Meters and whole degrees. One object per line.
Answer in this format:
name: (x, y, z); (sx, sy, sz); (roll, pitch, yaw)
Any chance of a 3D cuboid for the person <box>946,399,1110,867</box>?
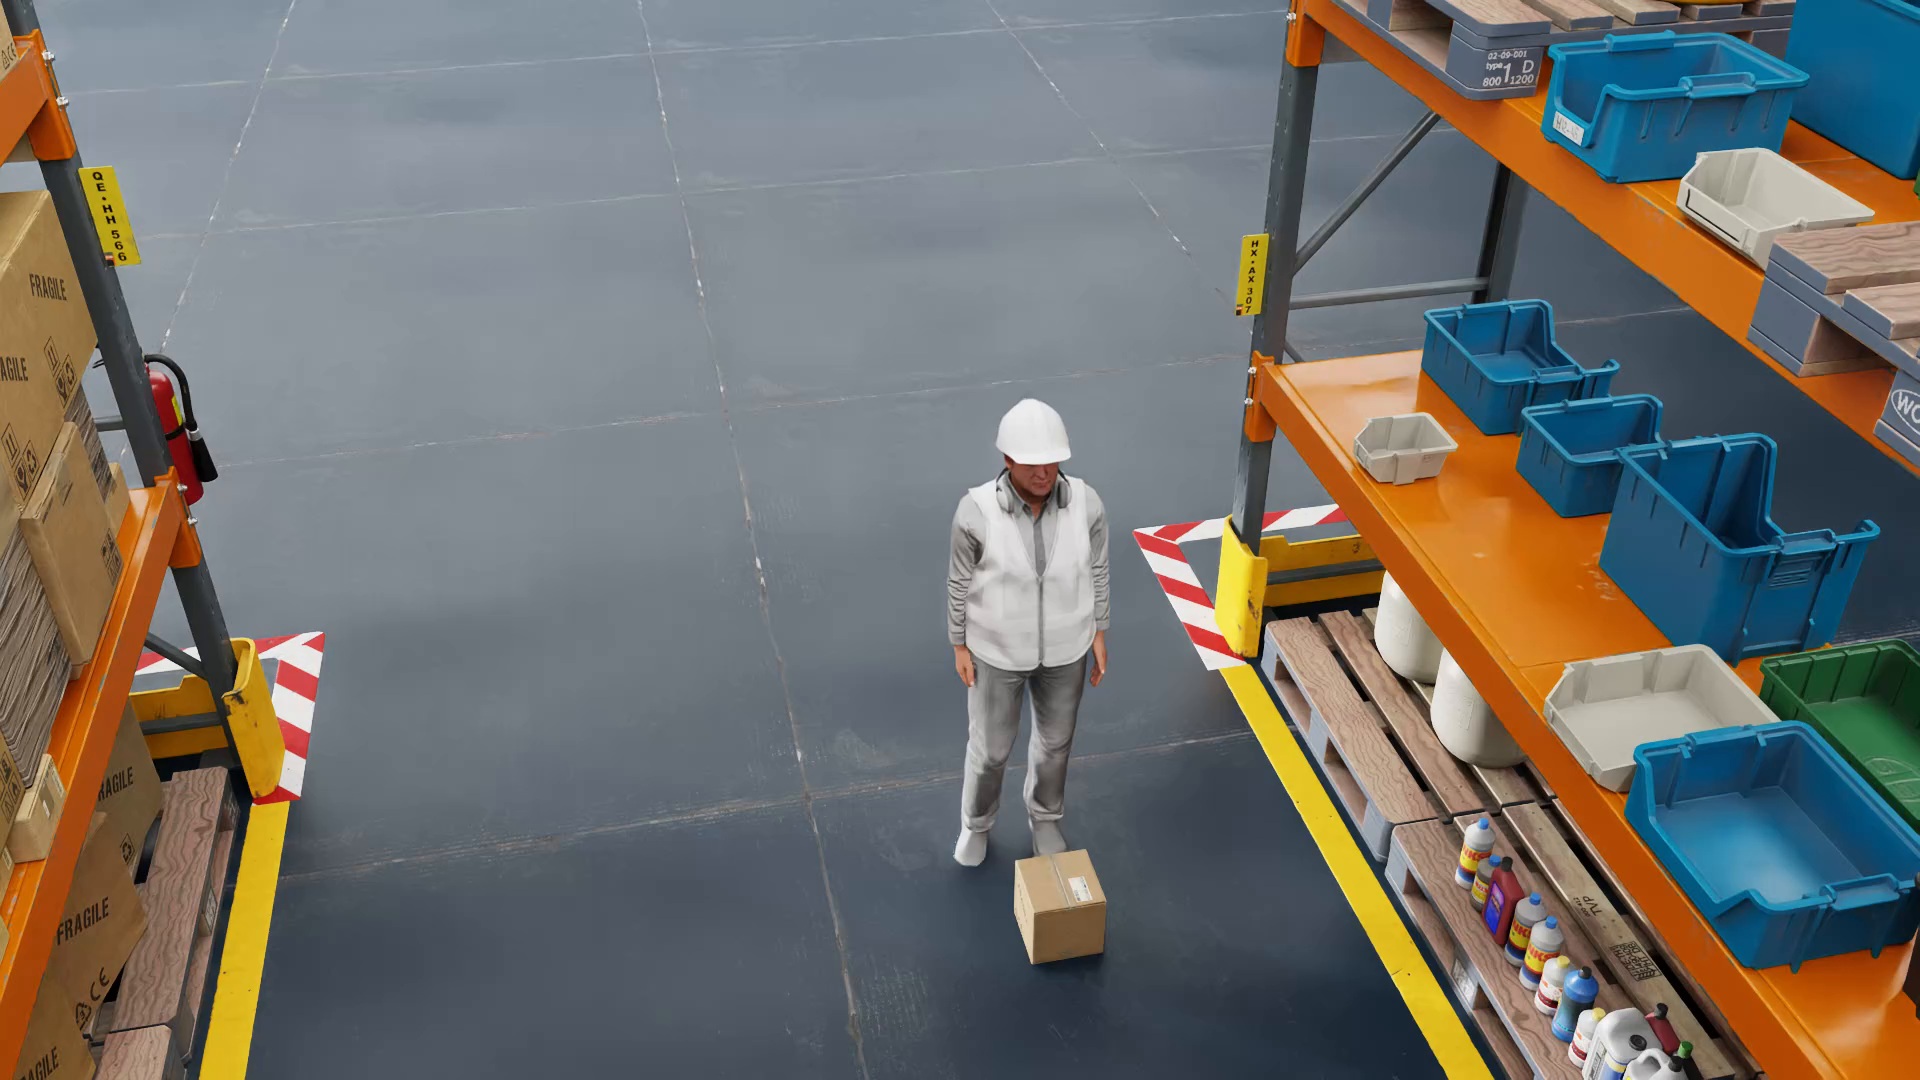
person: (0.238, 0.378, 5.602); (0.554, 1.833, 0.406); (-7, 35, -10)
